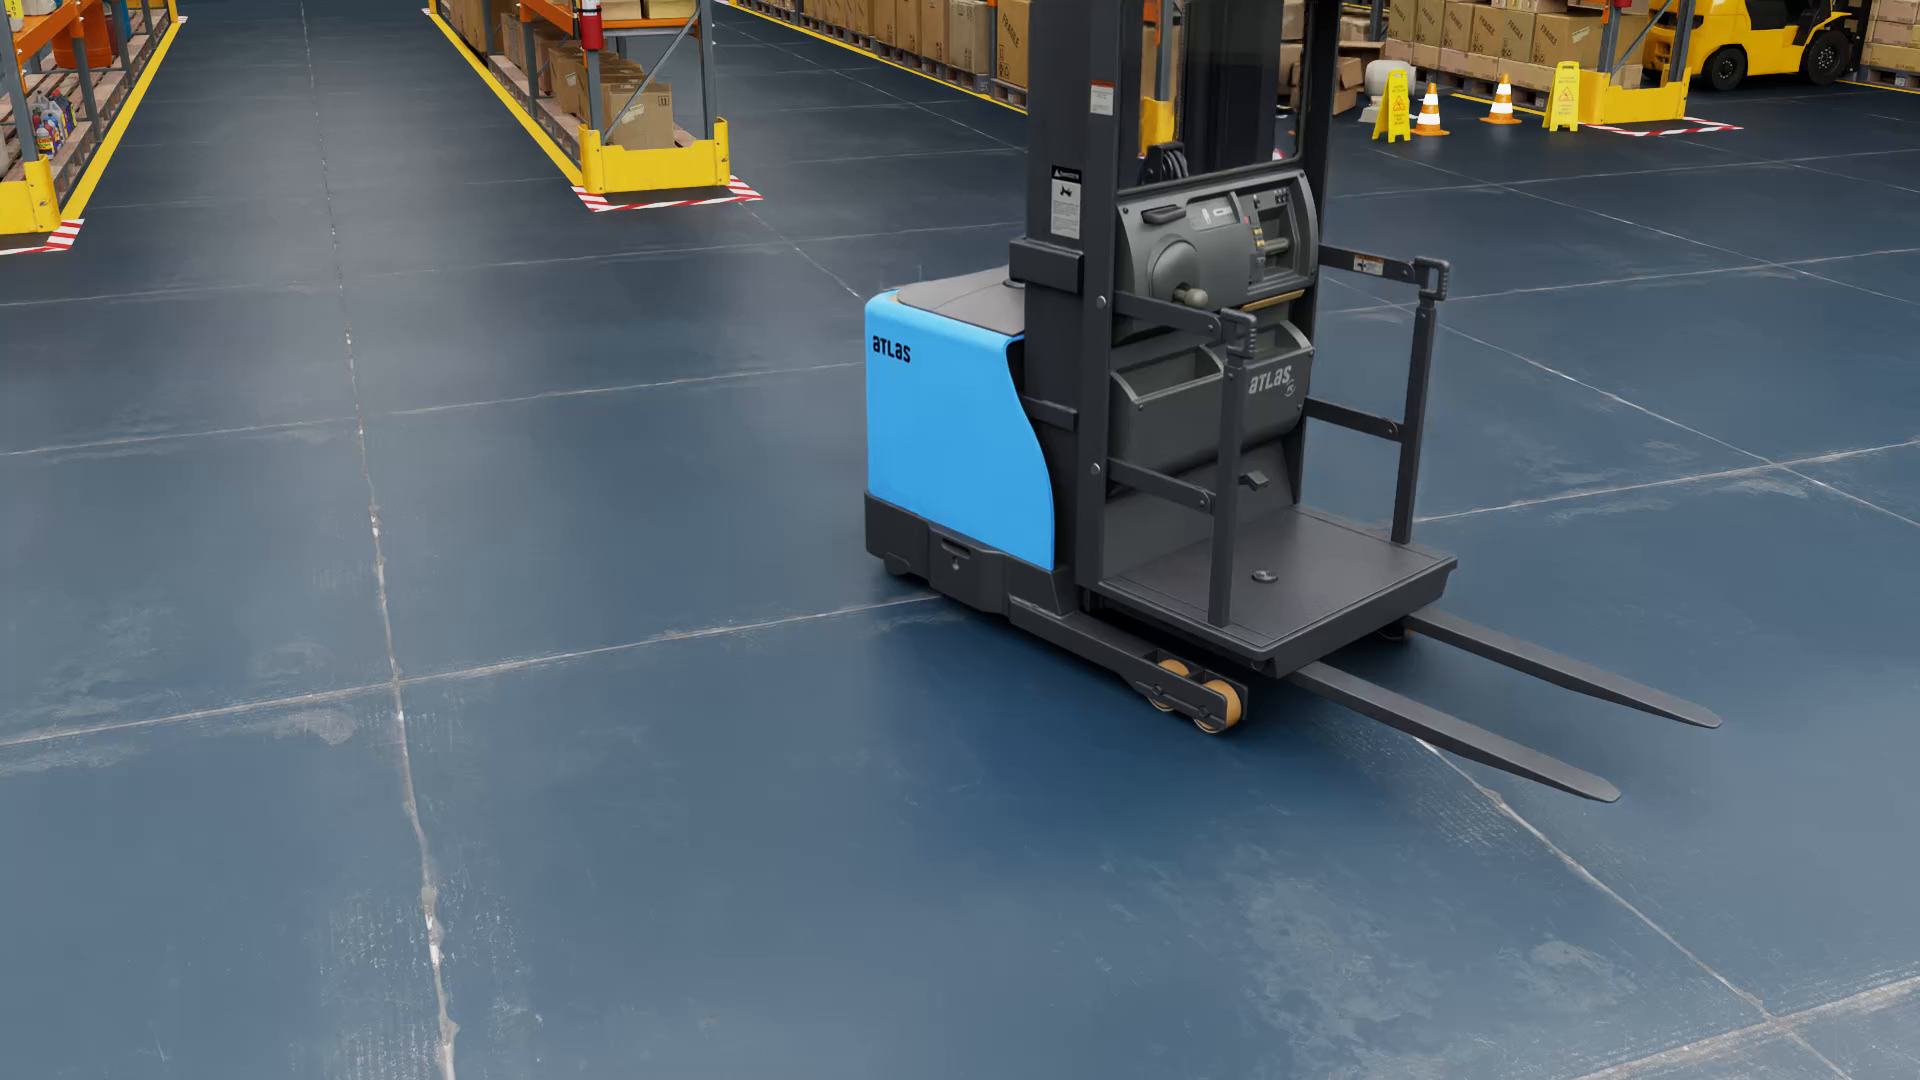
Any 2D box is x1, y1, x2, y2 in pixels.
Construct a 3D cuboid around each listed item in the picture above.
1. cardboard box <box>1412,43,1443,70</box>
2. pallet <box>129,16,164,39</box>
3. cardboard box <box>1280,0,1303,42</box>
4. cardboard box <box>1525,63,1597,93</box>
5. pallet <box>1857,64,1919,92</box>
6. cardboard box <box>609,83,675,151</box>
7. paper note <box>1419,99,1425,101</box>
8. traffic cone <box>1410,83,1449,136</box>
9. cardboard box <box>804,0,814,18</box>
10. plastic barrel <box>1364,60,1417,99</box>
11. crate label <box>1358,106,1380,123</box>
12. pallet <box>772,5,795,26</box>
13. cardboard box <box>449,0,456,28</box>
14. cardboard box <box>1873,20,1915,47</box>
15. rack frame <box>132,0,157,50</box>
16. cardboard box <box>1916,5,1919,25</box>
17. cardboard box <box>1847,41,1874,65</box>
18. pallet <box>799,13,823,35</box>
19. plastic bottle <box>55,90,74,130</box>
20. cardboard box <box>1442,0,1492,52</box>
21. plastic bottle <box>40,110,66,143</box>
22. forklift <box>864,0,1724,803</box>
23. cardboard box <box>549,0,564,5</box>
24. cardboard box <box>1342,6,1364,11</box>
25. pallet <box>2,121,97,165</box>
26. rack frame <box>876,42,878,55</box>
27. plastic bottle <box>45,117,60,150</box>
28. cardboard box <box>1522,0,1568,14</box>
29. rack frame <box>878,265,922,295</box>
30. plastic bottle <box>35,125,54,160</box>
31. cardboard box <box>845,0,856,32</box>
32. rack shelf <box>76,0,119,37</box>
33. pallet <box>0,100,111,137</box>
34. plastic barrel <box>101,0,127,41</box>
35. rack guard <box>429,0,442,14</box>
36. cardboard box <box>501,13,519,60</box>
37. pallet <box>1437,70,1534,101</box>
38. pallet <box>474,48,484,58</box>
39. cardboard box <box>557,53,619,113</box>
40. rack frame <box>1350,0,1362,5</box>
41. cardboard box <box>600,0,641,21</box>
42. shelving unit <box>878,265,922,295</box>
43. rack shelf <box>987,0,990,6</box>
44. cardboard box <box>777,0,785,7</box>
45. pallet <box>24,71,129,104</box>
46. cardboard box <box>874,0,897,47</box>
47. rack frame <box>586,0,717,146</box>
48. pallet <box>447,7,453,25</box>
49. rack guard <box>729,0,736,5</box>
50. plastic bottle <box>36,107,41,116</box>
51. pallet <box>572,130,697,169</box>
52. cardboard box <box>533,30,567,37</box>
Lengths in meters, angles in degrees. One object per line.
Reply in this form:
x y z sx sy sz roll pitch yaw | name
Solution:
5.554 -5.562 19.085 0.500 0.250 0.500 -7 24 -16 | cardboard box
-12.063 -7.368 23.960 1.003 0.211 1.213 -8 24 -19 | pallet
3.744 -6.022 19.419 0.500 0.500 0.500 -8 24 -19 | cardboard box
6.266 -4.818 17.320 0.500 0.250 0.500 -8 24 -19 | cardboard box
11.145 -5.296 19.043 1.003 0.211 1.213 -8 24 -19 | pallet
-2.664 -3.538 13.959 0.500 0.500 0.500 -4 23 -9 | cardboard box
5.075 -4.797 18.091 0.142 0.019 0.148 -18 29 -37 | paper note
4.535 -4.161 16.026 0.336 0.463 0.334 -8 24 -19 | traffic cone
-2.010 -8.007 24.564 0.500 0.500 0.500 -7 24 -17 | cardboard box
4.666 -4.982 18.025 0.512 0.421 0.421 8 24 18 | plastic barrel
4.199 -4.288 16.747 0.298 0.136 0.250 18 29 36 | crate label
-2.293 -8.225 25.993 1.003 0.211 1.213 -8 24 -19 | pallet
-6.454 -7.612 23.142 1.225 0.875 0.875 -8 24 -19 | cardboard box
10.823 -5.783 18.965 0.500 0.250 0.500 -9 24 -20 | cardboard box
-11.332 -7.947 21.744 1.000 3.000 0.127 -8 24 -19 | rack frame
11.000 -5.821 18.410 0.500 0.250 0.500 -8 24 -17 | cardboard box
10.658 -5.728 19.477 0.500 0.250 0.500 -8 24 -18 | cardboard box
-1.746 -7.703 24.754 1.003 0.211 1.213 -8 24 -19 | pallet
-8.009 -3.828 14.815 0.144 0.351 0.185 -9 24 -20 | plastic bottle
5.736 -5.719 18.491 0.500 0.500 0.500 -7 24 -16 | cardboard box
-7.773 -3.547 14.244 0.152 0.276 0.135 -8 24 -18 | plastic bottle
0.993 -0.959 5.253 1.130 2.935 3.031 -19 30 -38 | forklift
-3.381 -4.757 14.497 0.380 0.149 0.250 -8 24 -19 | cardboard box
4.707 -6.766 21.783 0.950 0.372 0.625 -8 24 -17 | cardboard box
-8.308 -3.506 14.796 1.003 0.211 1.213 -8 24 -19 | pallet
-0.609 -7.817 21.435 1.000 3.000 0.127 -8 24 -19 | rack frame
-7.598 -3.395 13.889 0.097 0.271 0.097 0 23 0 | plastic bottle
6.092 -5.577 17.318 0.380 0.149 0.250 -8 24 -17 | cardboard box
-0.238 -0.593 6.805 0.200 1.050 0.008 -14 26 -29 | rack frame
-7.442 -3.234 13.508 0.097 0.271 0.097 0 23 0 | plastic bottle
-1.266 -7.251 22.770 0.500 0.500 0.500 -7 24 -17 | cardboard box
-9.212 -5.436 16.711 1.077 0.370 4.000 -8 24 -19 | rack shelf
-8.820 -4.036 16.053 1.003 0.211 1.213 -8 24 -19 | pallet
-10.906 -6.717 20.985 0.600 0.901 0.708 -8 24 -19 | plastic barrel
-8.120 -8.937 27.311 1.175 0.500 0.348 -8 24 -19 | rack guard
-5.030 -5.984 19.737 0.700 0.500 0.500 -10 25 -22 | cardboard box
6.104 -5.112 18.606 1.003 0.211 1.213 -8 24 -19 | pallet
-5.920 -6.628 22.204 1.003 0.211 1.213 -8 24 -19 | pallet
-3.559 -4.404 16.014 0.500 0.500 0.500 -1 23 -2 | cardboard box
7.215 -10.669 28.201 1.000 3.000 0.127 -8 24 -19 | rack frame
-2.753 -4.226 13.238 0.380 0.149 0.250 -8 24 -19 | cardboard box
-0.173 -0.553 6.710 0.215 1.050 0.252 -14 26 -29 | shelving unit
0.097 -6.759 19.851 1.077 0.370 4.000 -8 24 -19 | rack shelf
-2.647 -8.439 26.041 0.380 0.149 0.250 -9 25 -21 | cardboard box
-9.682 -4.922 18.156 1.003 0.211 1.213 -8 24 -19 | pallet
-0.478 -6.741 21.236 1.050 0.750 0.750 -9 24 -20 | cardboard box
-2.459 -4.267 13.011 1.000 3.000 0.127 -8 24 -19 | rack frame
-7.329 -8.073 25.632 1.003 0.211 1.213 -8 24 -19 | pallet
-3.409 -9.545 28.752 1.175 0.500 0.348 -8 24 -19 | rack guard
-7.914 -3.587 14.328 0.061 0.283 0.133 -8 24 -19 | plastic bottle
-2.740 -3.309 14.330 1.003 0.211 1.213 -8 24 -19 | pallet
-4.220 -5.173 17.813 0.700 0.500 0.500 -8 24 -19 | cardboard box
